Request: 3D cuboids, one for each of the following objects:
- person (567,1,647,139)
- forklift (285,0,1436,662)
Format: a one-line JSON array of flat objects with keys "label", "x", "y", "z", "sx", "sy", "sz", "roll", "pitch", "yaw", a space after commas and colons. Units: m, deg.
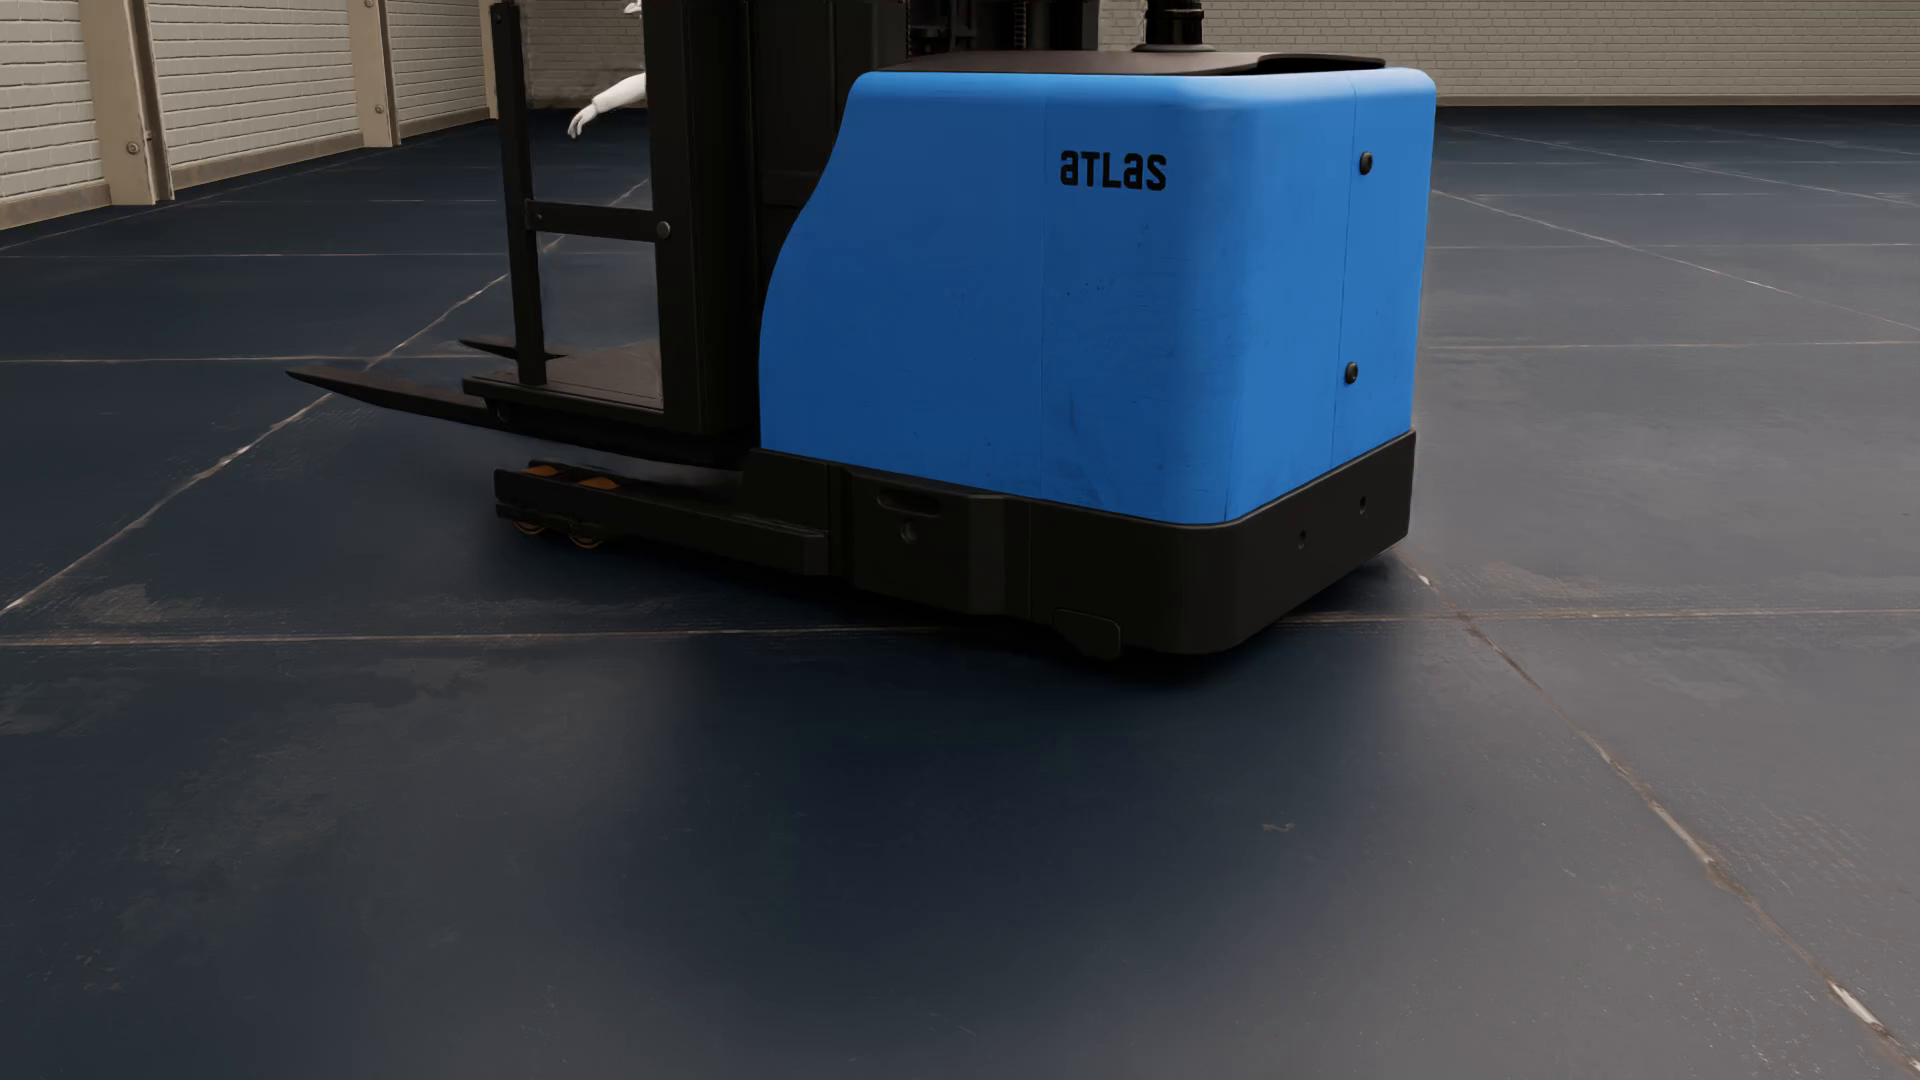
[{"label": "person", "x": -1.327, "y": -1.746, "z": 7.285, "sx": 0.889, "sy": 1.389, "sz": 0.933, "roll": -7, "pitch": 18, "yaw": -22}, {"label": "forklift", "x": -0.493, "y": -1.494, "z": 3.791, "sx": 3.031, "sy": 2.935, "sz": 1.130, "roll": 12, "pitch": 21, "yaw": 33}]
